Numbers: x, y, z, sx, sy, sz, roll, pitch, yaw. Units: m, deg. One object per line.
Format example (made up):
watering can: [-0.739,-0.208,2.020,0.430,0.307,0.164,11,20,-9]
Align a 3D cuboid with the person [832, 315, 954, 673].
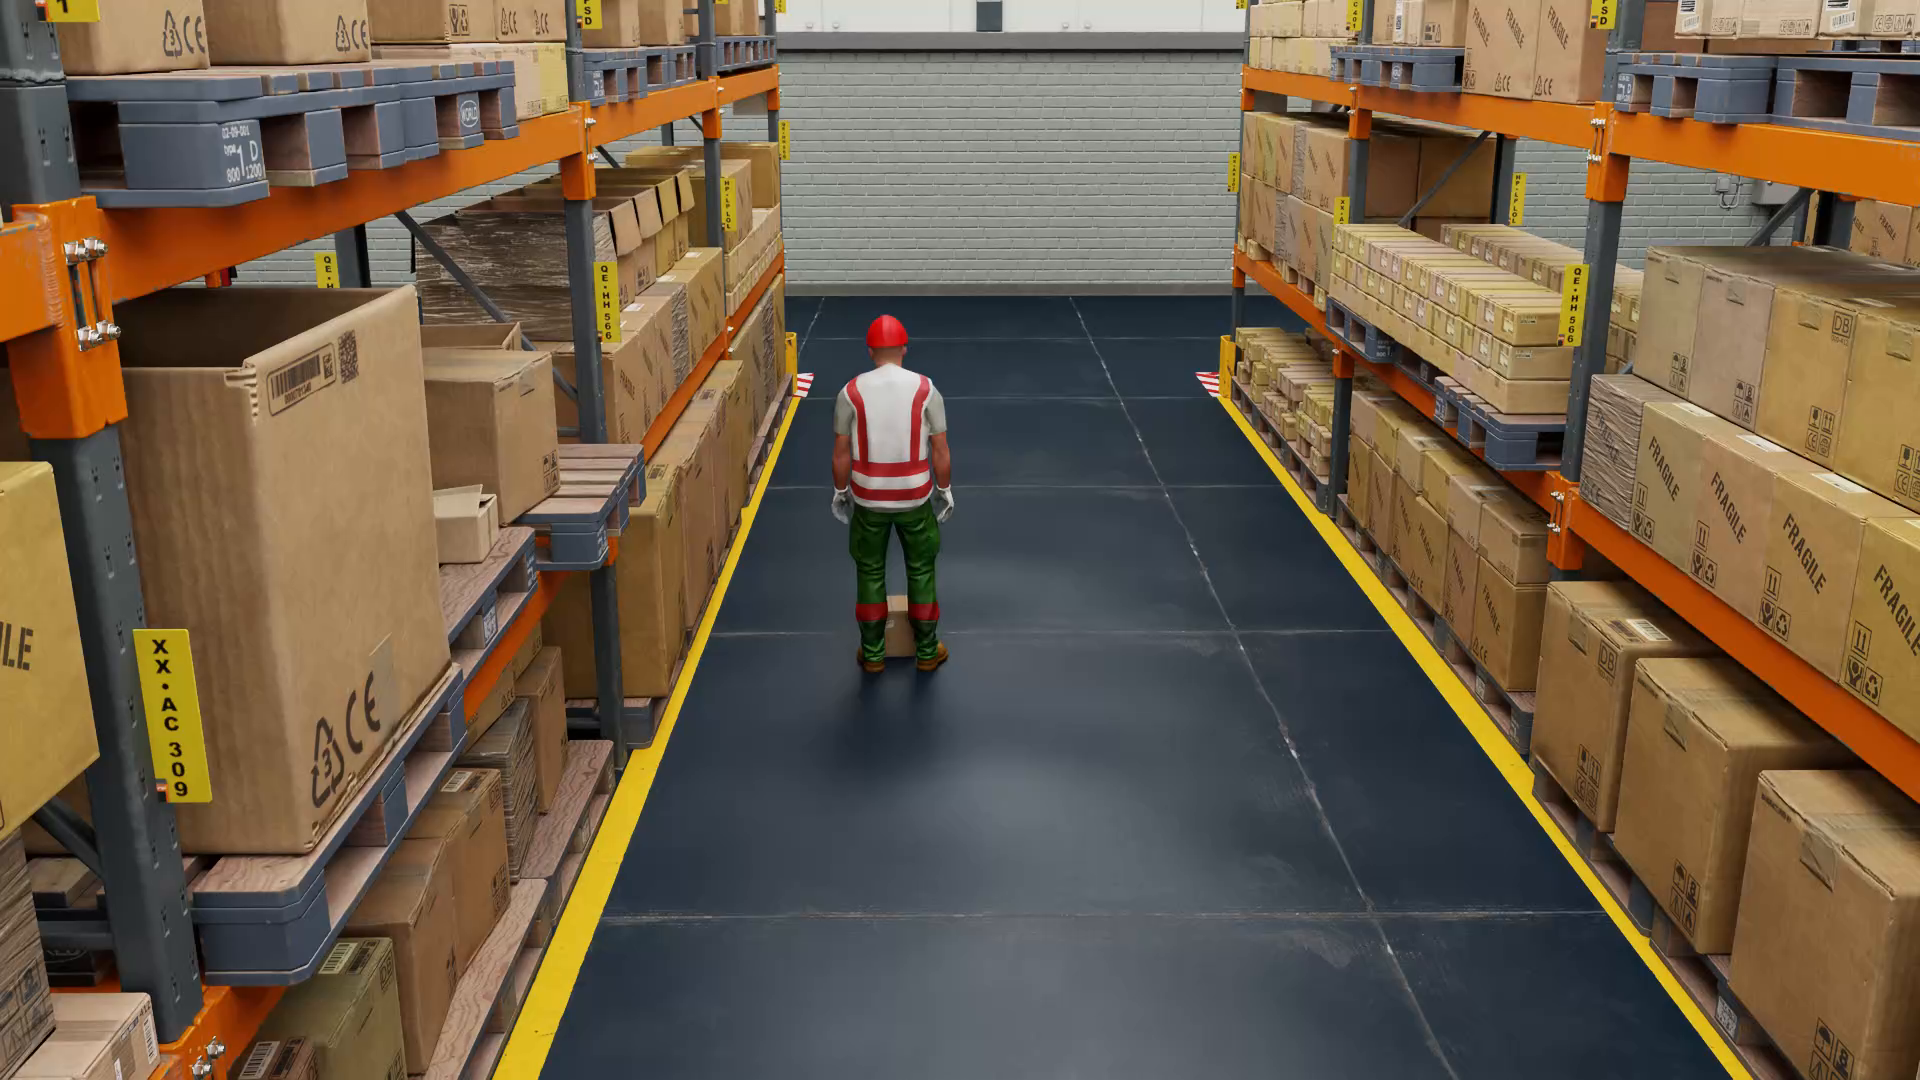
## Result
person: [-0.333,-0.217,8.228,0.607,1.780,0.450,0,17,-1]
